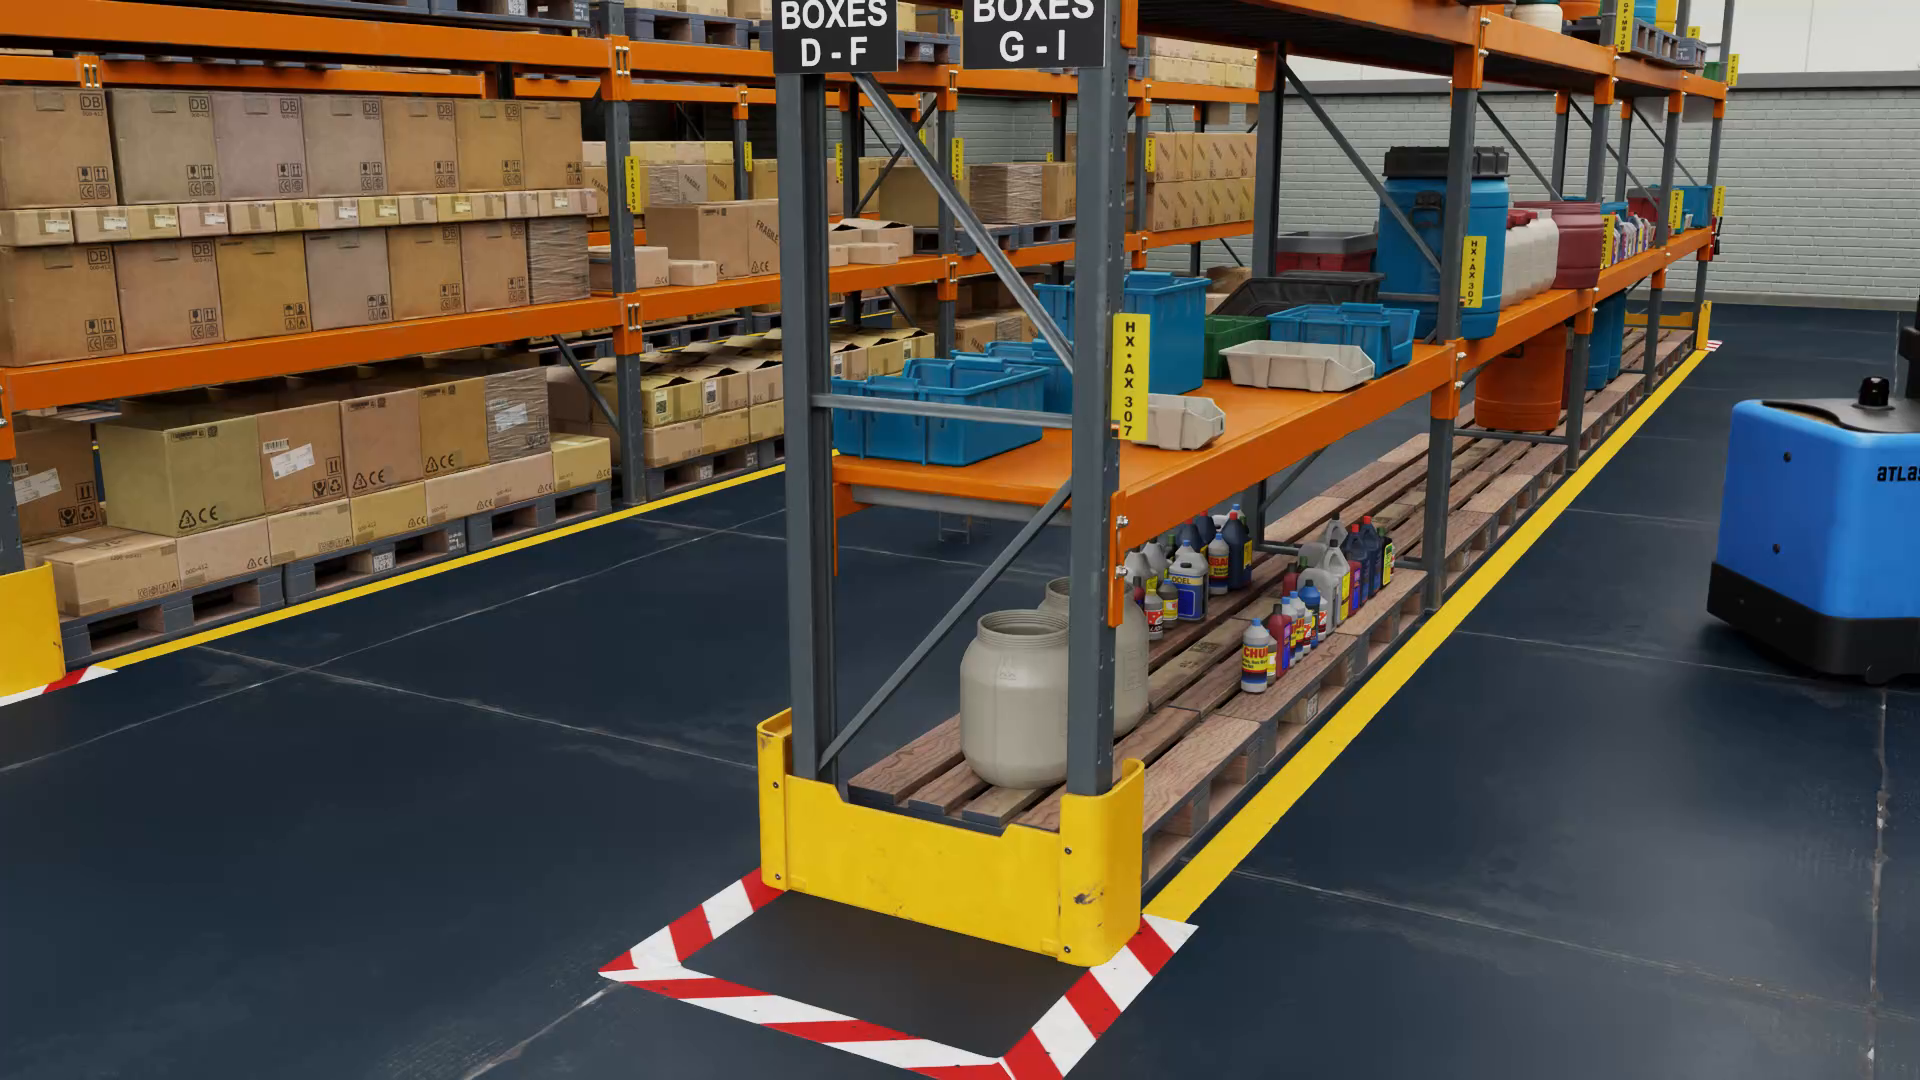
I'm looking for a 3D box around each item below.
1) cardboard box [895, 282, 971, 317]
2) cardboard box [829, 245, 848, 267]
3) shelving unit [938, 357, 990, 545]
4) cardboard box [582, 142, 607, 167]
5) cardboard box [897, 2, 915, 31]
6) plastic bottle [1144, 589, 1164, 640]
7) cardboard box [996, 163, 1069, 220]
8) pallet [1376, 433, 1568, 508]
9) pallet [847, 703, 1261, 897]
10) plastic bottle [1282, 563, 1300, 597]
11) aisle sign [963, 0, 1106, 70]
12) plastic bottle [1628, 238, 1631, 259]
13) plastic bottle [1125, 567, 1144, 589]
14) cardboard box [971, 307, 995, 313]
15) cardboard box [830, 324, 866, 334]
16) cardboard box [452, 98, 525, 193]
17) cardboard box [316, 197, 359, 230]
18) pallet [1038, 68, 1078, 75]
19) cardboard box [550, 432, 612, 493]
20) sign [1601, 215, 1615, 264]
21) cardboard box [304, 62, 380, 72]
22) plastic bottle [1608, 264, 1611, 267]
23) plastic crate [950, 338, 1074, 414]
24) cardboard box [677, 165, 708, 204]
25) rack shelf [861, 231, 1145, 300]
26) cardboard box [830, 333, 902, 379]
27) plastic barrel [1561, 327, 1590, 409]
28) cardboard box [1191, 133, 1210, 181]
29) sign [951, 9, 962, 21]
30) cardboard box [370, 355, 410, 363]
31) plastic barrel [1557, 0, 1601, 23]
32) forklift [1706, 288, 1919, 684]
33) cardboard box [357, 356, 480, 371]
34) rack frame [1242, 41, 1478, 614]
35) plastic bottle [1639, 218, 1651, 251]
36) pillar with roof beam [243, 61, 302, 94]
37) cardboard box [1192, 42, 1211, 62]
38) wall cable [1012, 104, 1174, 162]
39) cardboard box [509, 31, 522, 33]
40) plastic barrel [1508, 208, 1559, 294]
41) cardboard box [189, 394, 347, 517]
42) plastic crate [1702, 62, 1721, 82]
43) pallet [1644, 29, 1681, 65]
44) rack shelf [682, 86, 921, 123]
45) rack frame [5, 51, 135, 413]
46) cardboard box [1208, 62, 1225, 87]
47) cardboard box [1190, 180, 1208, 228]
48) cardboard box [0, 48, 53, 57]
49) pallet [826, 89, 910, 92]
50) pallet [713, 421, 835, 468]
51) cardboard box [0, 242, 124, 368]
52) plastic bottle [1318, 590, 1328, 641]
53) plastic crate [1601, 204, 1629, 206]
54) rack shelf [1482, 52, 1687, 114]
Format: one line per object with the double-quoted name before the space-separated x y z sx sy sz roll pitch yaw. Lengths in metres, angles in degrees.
"cardboard box" -0.238 -2.145 14.826 0.500 0.250 0.500 8 16 30
"cardboard box" -1.075 -2.161 12.634 0.380 0.149 0.250 9 16 32
"shelving unit" 0.026 -0.521 9.456 0.215 1.050 0.252 7 15 28
"cardboard box" -3.904 -3.957 17.054 0.500 0.250 0.500 7 15 28
"cardboard box" -0.678 -4.041 12.920 0.500 0.250 0.500 6 15 24
"plastic bottle" 0.794 0.305 6.899 0.097 0.201 0.097 0 14 0
"cardboard box" 0.626 -3.255 15.526 0.700 0.500 0.500 3 14 14
"pallet" 3.418 -0.479 11.071 1.003 0.211 1.213 7 15 28
"pallet" 0.352 0.821 5.679 1.003 0.211 1.213 7 15 28
"plastic bottle" 1.409 0.229 7.039 0.061 0.283 0.133 7 15 28
"aisle sign" 0.181 -1.564 4.073 0.394 0.787 0.004 7 15 28
"plastic bottle" 5.335 -2.363 13.359 0.097 0.201 0.097 0 14 0
"plastic bottle" 0.676 0.259 6.933 0.152 0.276 0.135 7 15 26
"cardboard box" -0.011 -1.875 15.304 0.500 0.500 0.500 7 15 26
"cardboard box" -1.018 -1.617 13.616 0.500 0.311 0.500 8 16 30
"cardboard box" -2.894 -2.214 9.337 0.700 0.500 0.500 7 15 28
"cardboard box" -3.253 -1.645 8.361 0.380 0.149 0.250 8 15 29
"pallet" 0.550 -4.400 15.384 1.213 0.211 1.003 7 15 28
"cardboard box" -2.474 -0.478 10.088 0.500 0.250 0.500 7 15 28
"sign" 4.311 -2.008 11.113 0.100 0.325 0.005 7 15 28
"cardboard box" -5.554 -4.374 14.615 0.797 0.503 0.637 10 17 36
"plastic bottle" 4.845 -2.189 12.489 0.097 0.271 0.097 0 14 0
"plastic crate" 0.258 -0.545 5.711 0.499 0.251 0.408 7 15 28
"cardboard box" -3.153 -3.906 18.446 0.500 0.500 0.500 8 15 28
"rack shelf" 0.459 -2.612 15.502 1.077 0.370 4.000 7 15 28
"cardboard box" -0.791 -1.449 12.916 0.500 0.311 0.500 7 15 27
"plastic barrel" 4.594 -1.355 13.004 0.600 0.588 0.708 7 15 28
"cardboard box" 2.398 -4.183 18.136 0.500 0.500 0.500 7 15 26
"sign" -0.026 -4.235 13.027 0.100 0.325 0.005 7 15 28
"cardboard box" -5.499 -1.864 15.261 0.700 0.500 0.500 7 15 28
"plastic barrel" 4.103 -3.977 11.415 0.600 0.830 0.708 7 15 28
"forklift" 5.056 -0.939 7.176 3.031 2.935 1.130 -1 14 -4
"cardboard box" -3.175 -0.799 9.820 0.500 0.500 0.500 7 15 28
"rack frame" 1.893 -1.169 7.981 1.000 3.000 0.127 7 15 28
"plastic bottle" 5.853 -2.632 14.316 0.152 0.276 0.135 7 15 28
"pillar with roof beam" -2.463 -5.372 12.615 9.100 9.000 0.400 7 15 28
"cardboard box" 2.370 -5.276 17.871 0.500 0.250 0.500 7 15 28
"wall cable" 2.068 -7.280 27.155 3.097 2.526 0.112 7 15 28
"cardboard box" -4.666 -4.937 16.058 0.700 0.500 0.500 6 15 24
"plastic barrel" 3.516 -1.808 10.396 0.421 0.512 0.421 0 14 0
"cardboard box" -3.451 -0.434 8.303 0.500 0.500 0.500 7 15 28
"plastic crate" 7.467 -4.751 16.893 0.450 0.188 0.336 7 15 28
"pallet" 4.921 -3.771 12.780 1.003 0.211 1.213 7 15 28
"rack shelf" -1.946 -5.451 20.880 1.077 0.370 4.000 7 15 28
"rack frame" -6.780 -2.291 12.637 1.000 3.000 0.127 7 15 28
"cardboard box" 2.604 -5.136 18.359 0.500 0.250 0.500 7 15 28
"cardboard box" 2.399 -3.702 18.276 0.500 0.500 0.500 7 15 28
"cardboard box" -6.809 -3.676 11.723 0.500 0.500 0.500 8 16 30
"pallet" -1.328 -6.015 21.871 1.003 0.211 1.213 7 15 28
"pallet" -1.531 -0.782 12.326 1.003 0.211 1.213 7 15 28
"cardboard box" -4.138 -1.053 7.287 0.700 0.500 0.500 7 15 28
"plastic bottle" 1.470 0.308 6.886 0.097 0.201 0.097 0 14 0
"plastic crate" 6.968 -3.430 17.590 0.416 0.233 0.300 7 15 28
"rack shelf" 4.793 -3.508 12.820 1.077 0.370 4.000 7 15 28
